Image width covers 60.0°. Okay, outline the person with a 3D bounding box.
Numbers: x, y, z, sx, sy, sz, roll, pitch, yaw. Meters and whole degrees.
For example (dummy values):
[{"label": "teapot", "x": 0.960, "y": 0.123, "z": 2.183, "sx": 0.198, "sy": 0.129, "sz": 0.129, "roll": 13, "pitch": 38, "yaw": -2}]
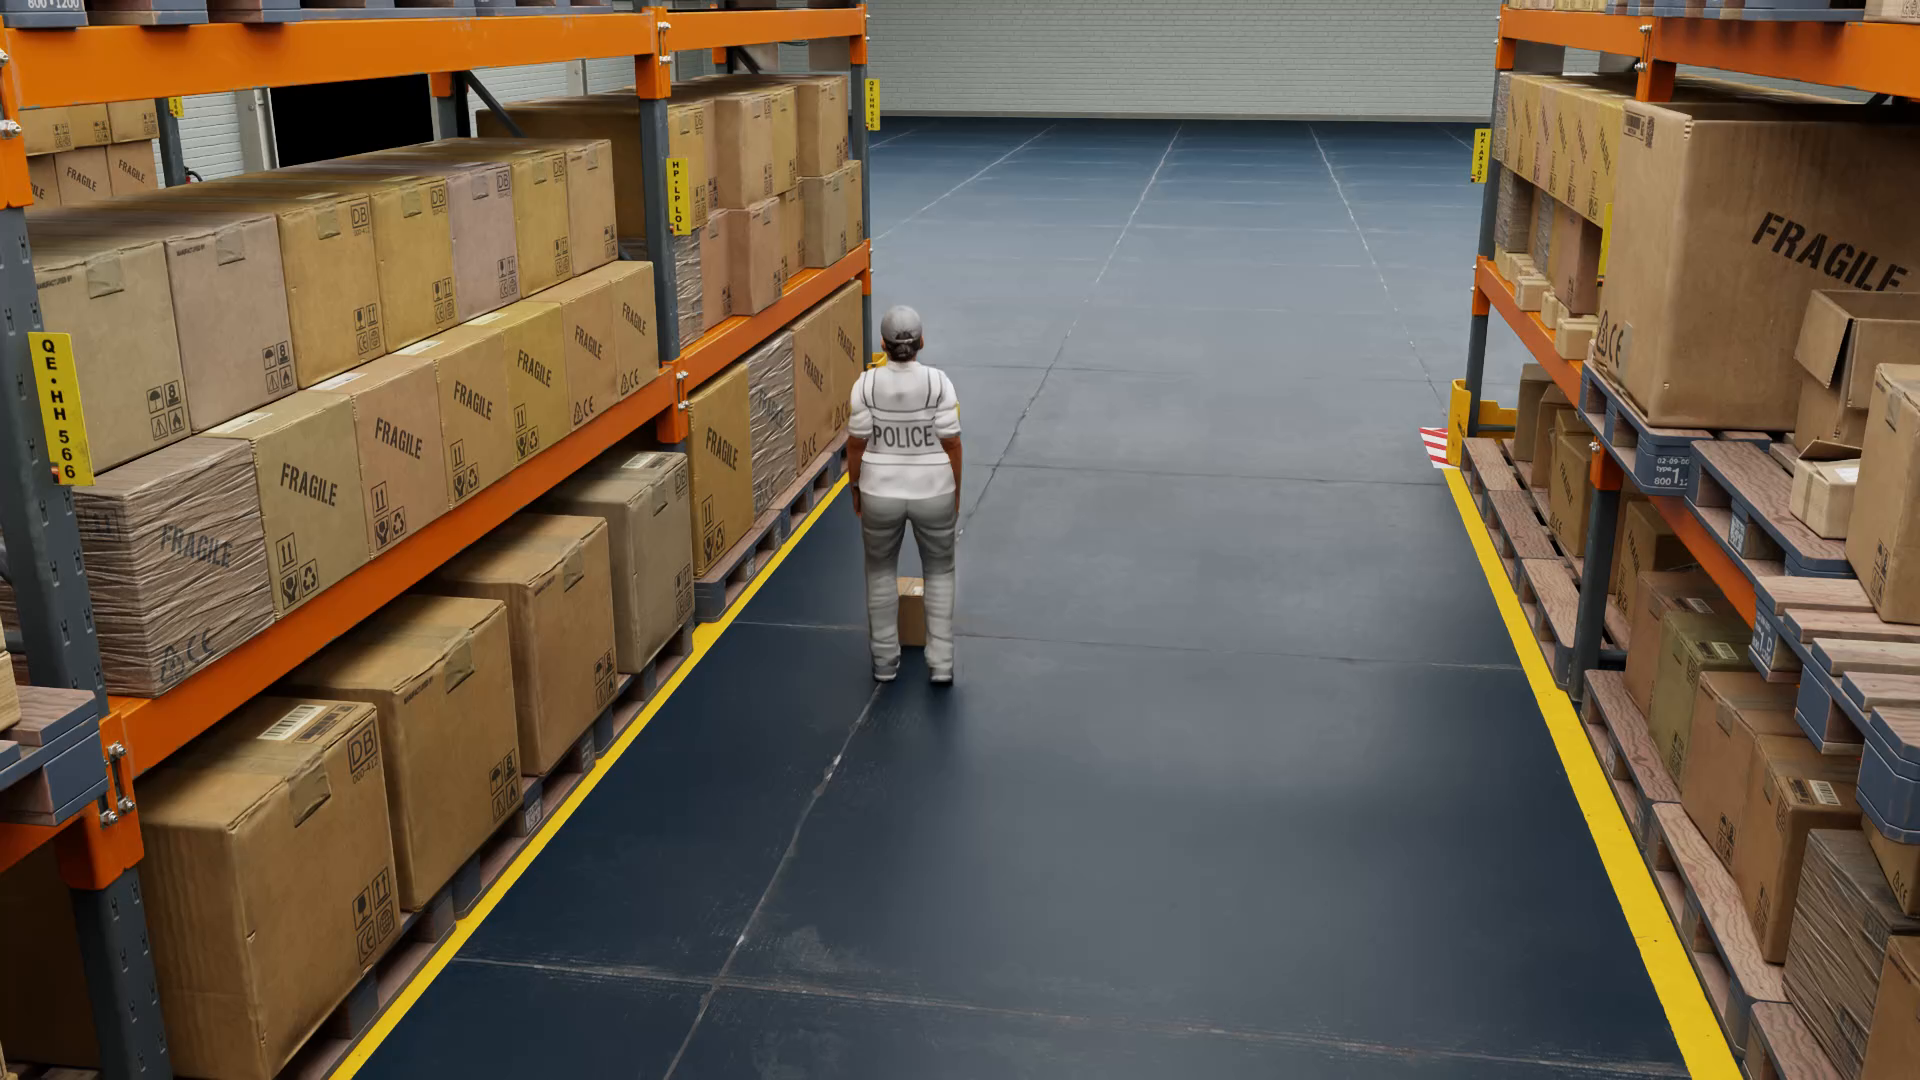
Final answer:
[{"label": "person", "x": -0.237, "y": -0.154, "z": 7.169, "sx": 0.495, "sy": 1.726, "sz": 0.386, "roll": 0, "pitch": 18, "yaw": 0}]
